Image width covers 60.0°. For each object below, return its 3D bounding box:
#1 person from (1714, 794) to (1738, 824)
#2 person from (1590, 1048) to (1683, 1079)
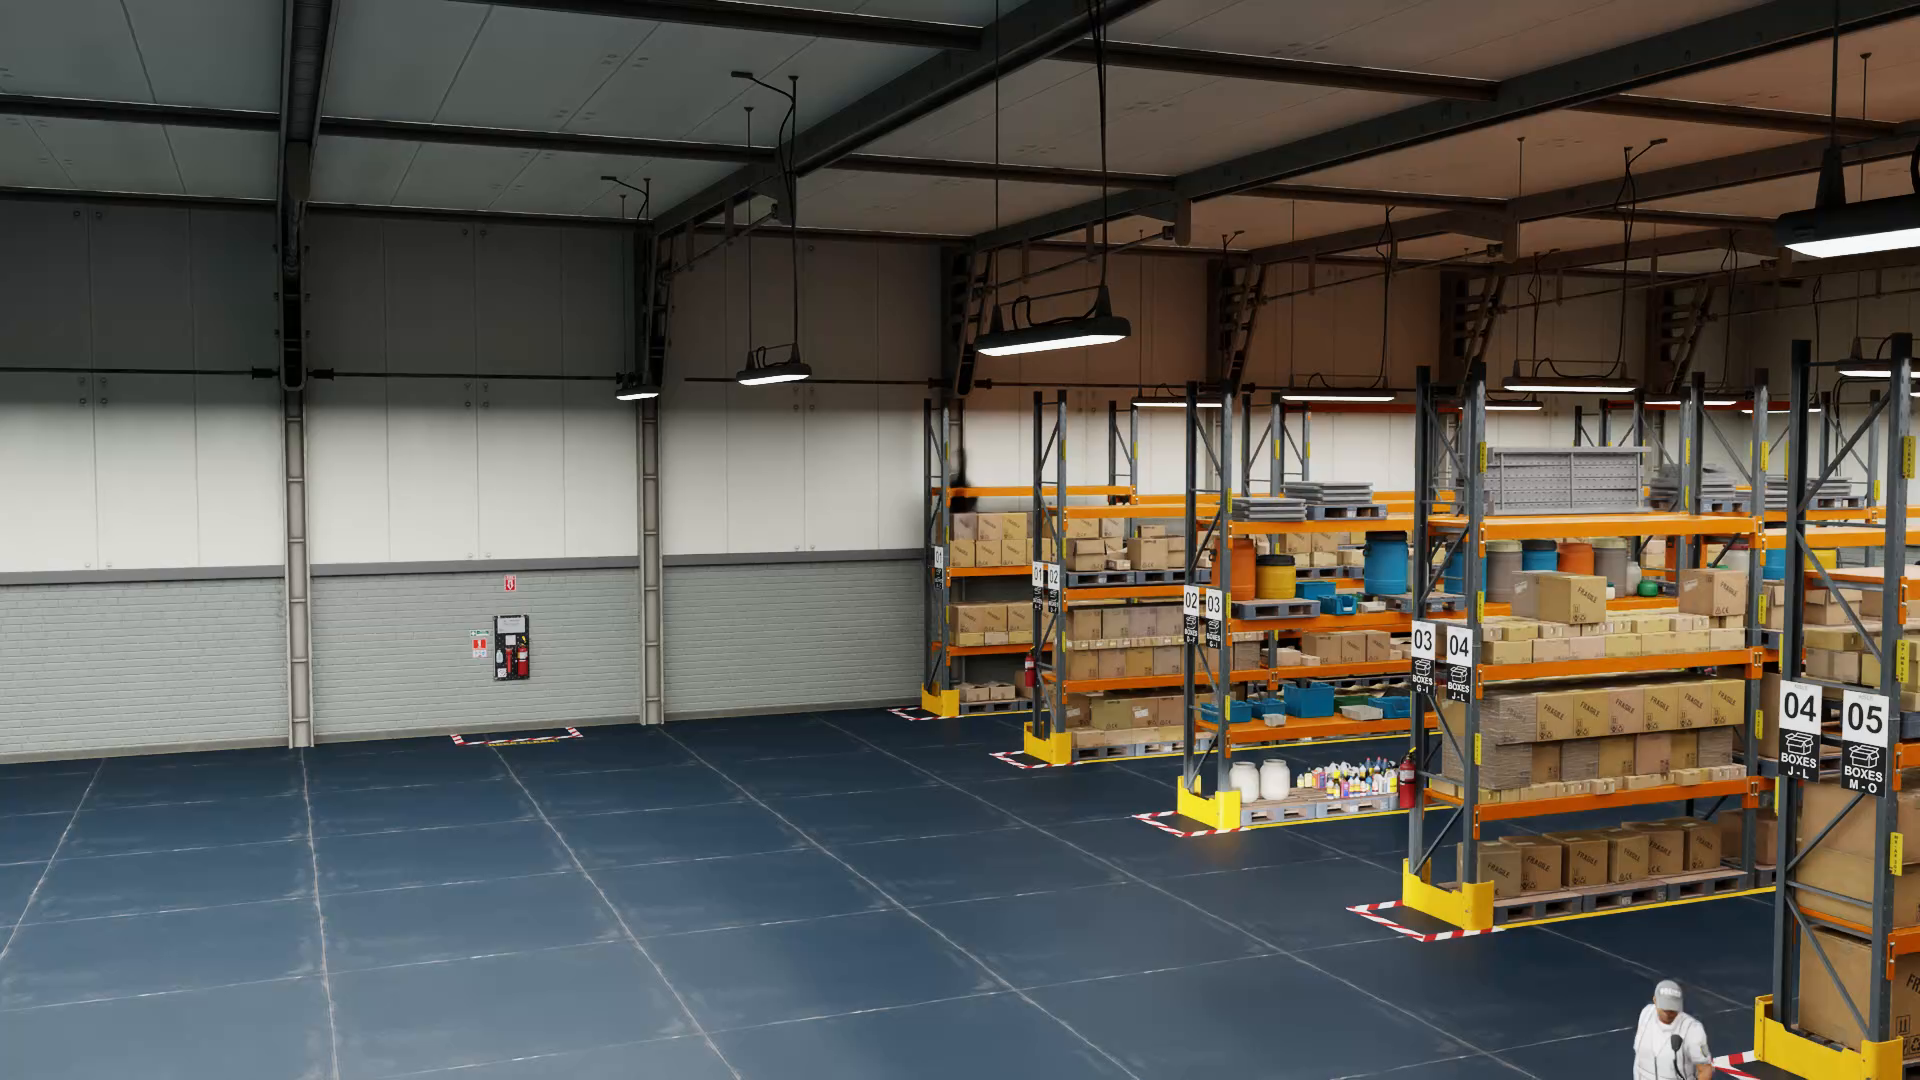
[{"bbox_3d":[10.394,2.947,22.633,0.767,1.833,0.649,-2,4,-26],"label":"person"},{"bbox_3d":[4.149,3.808,10.168,0.647,1.627,1.018,2,4,31],"label":"person"}]
